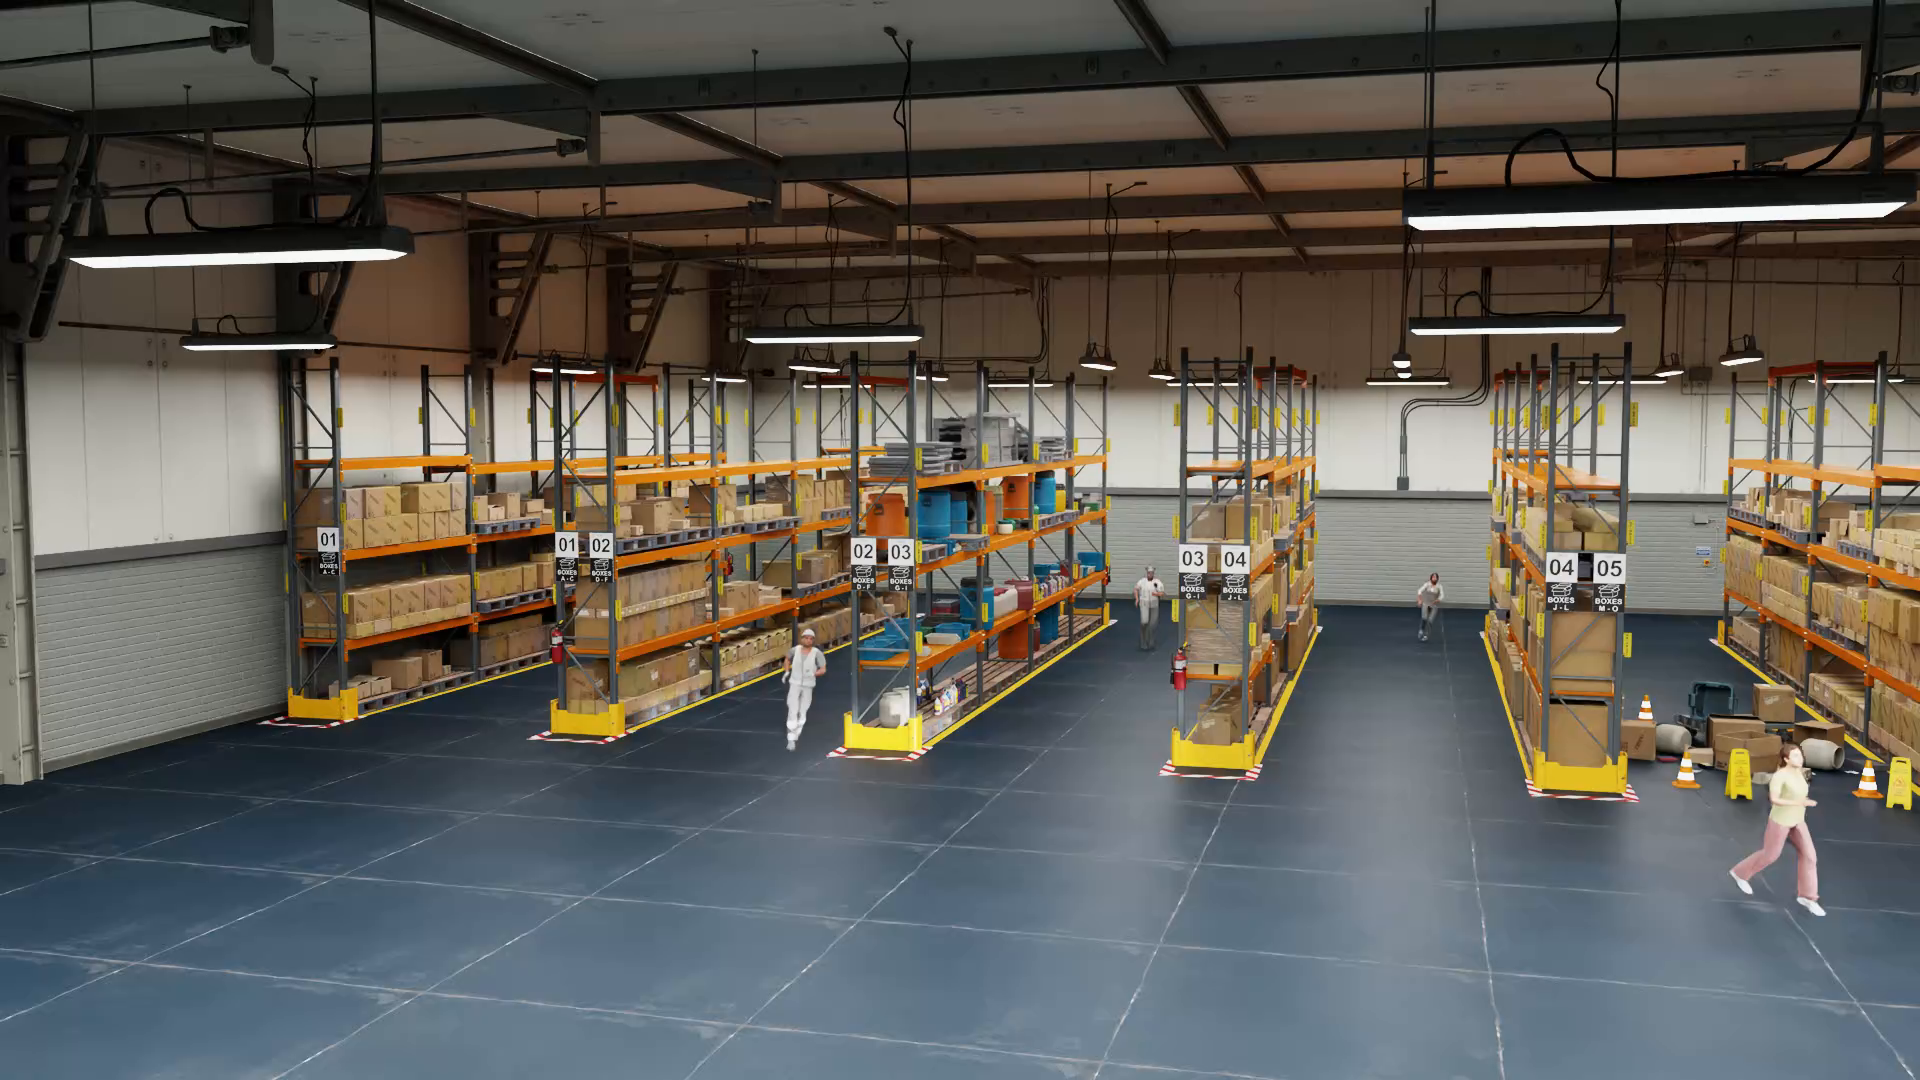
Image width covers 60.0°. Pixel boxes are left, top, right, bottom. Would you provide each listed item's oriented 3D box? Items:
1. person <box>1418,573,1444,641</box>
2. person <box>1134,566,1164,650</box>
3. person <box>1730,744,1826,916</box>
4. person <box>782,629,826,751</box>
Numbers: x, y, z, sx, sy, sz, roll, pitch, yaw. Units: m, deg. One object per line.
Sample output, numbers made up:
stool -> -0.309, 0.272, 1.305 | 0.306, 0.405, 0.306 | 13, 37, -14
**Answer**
person -> 10.538, 1.500, 37.214 | 0.559, 1.537, 0.510 | 1, 4, 15
person -> 4.112, 1.480, 36.080 | 0.631, 1.852, 0.746 | 0, 4, 1
person -> 8.429, 2.915, 17.056 | 0.583, 1.695, 0.955 | -2, 5, -27
person -> -2.377, 2.256, 25.388 | 0.667, 1.811, 0.813 | 0, 4, -5
